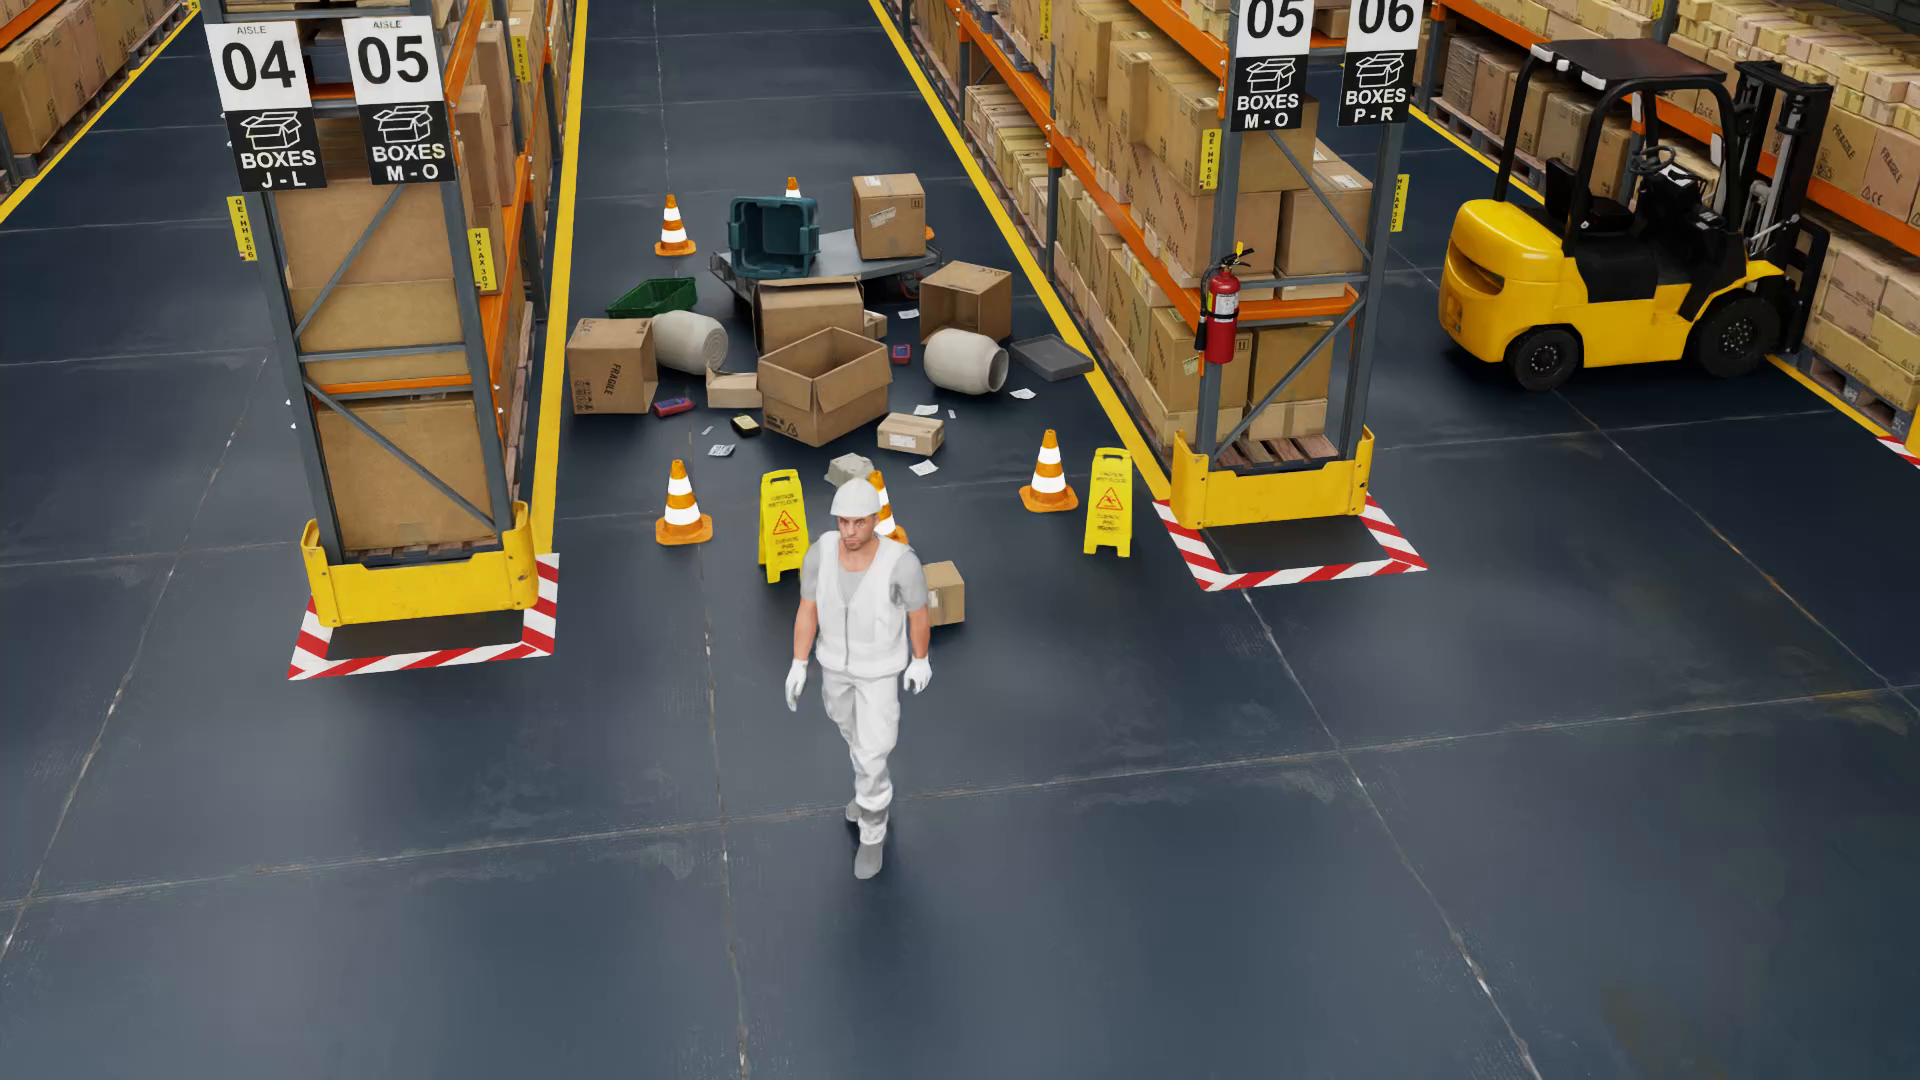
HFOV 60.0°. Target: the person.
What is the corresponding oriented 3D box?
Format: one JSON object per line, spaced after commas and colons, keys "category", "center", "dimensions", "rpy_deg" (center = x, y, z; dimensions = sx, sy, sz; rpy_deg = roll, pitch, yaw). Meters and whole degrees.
{"category": "person", "center": [-0.430, 0.586, 7.146], "dimensions": [0.540, 1.853, 0.584], "rpy_deg": [12, 32, 19]}
